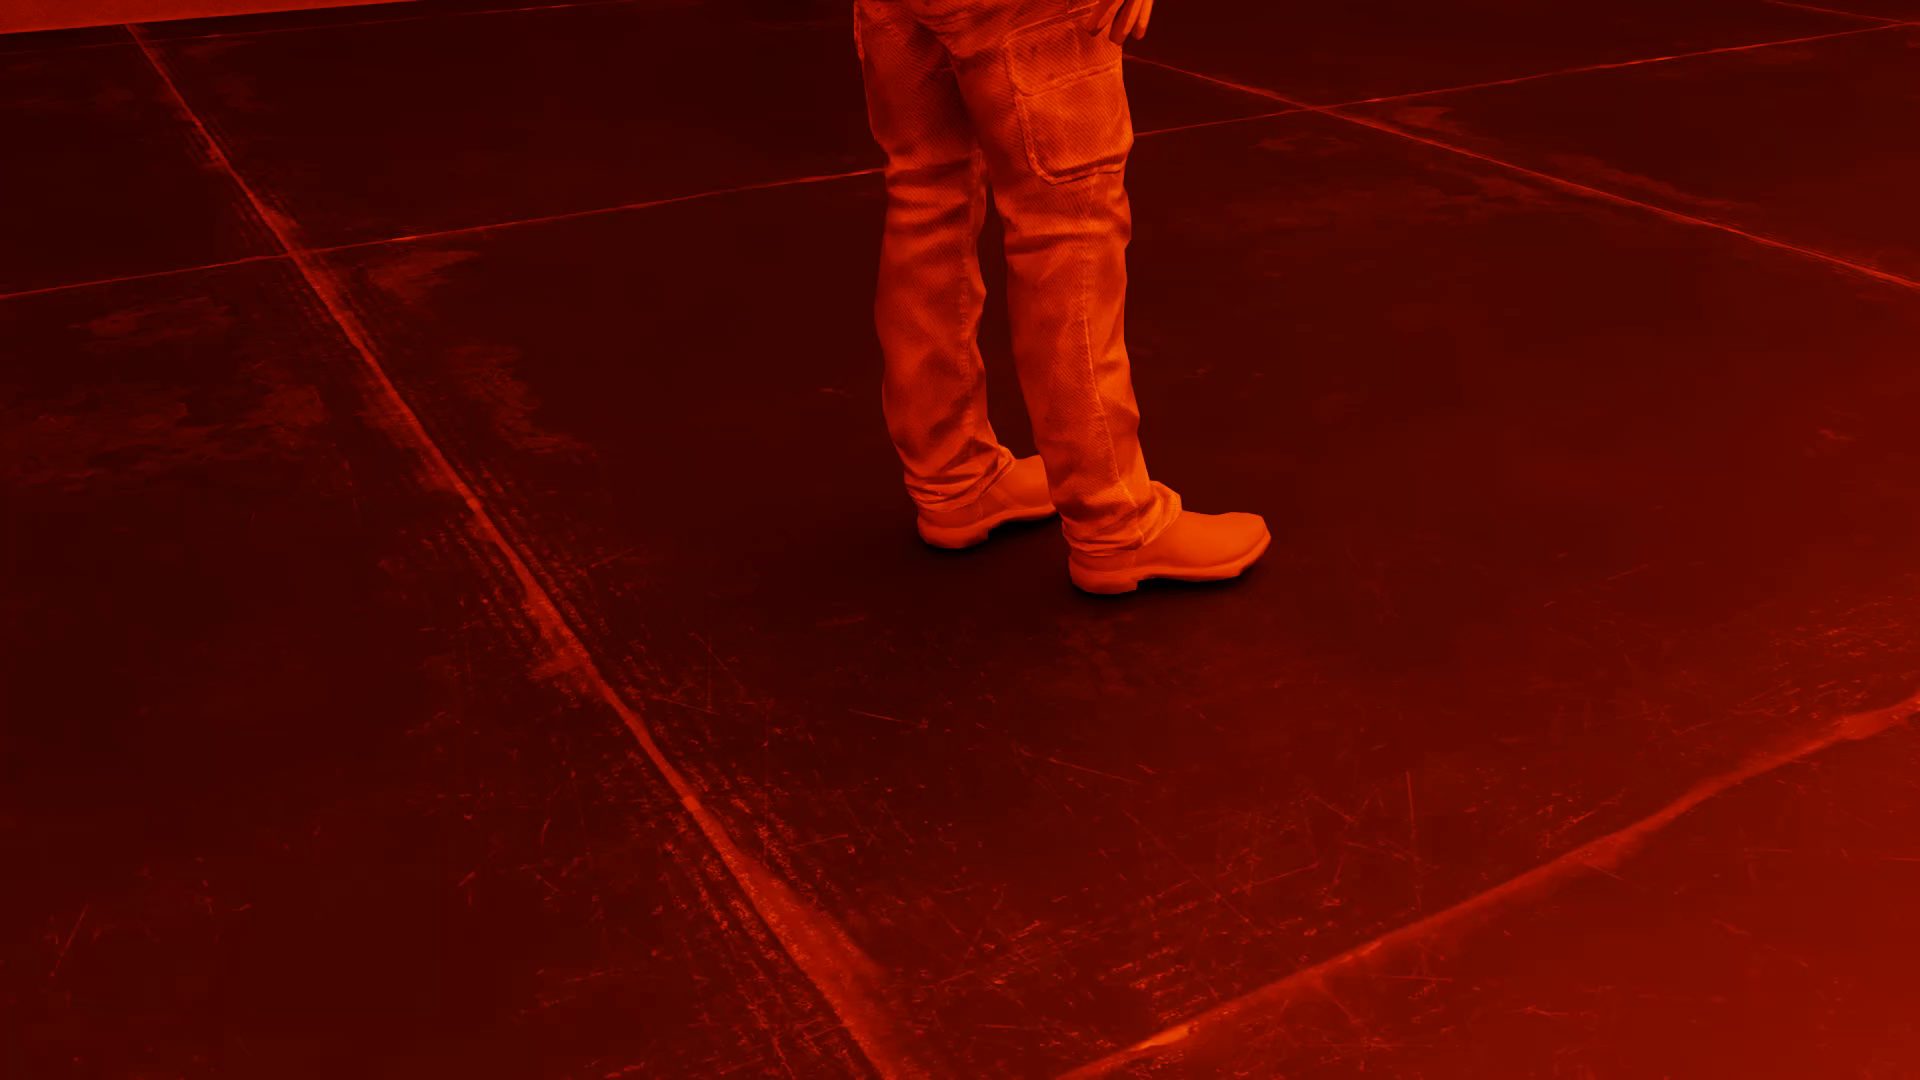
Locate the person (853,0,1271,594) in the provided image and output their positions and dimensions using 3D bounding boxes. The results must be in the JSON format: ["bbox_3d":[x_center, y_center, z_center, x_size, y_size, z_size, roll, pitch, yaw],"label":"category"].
[{"bbox_3d":[0.067,-0.814,2.118,0.577,1.782,0.656,-15,30,-26],"label":"person"}]
